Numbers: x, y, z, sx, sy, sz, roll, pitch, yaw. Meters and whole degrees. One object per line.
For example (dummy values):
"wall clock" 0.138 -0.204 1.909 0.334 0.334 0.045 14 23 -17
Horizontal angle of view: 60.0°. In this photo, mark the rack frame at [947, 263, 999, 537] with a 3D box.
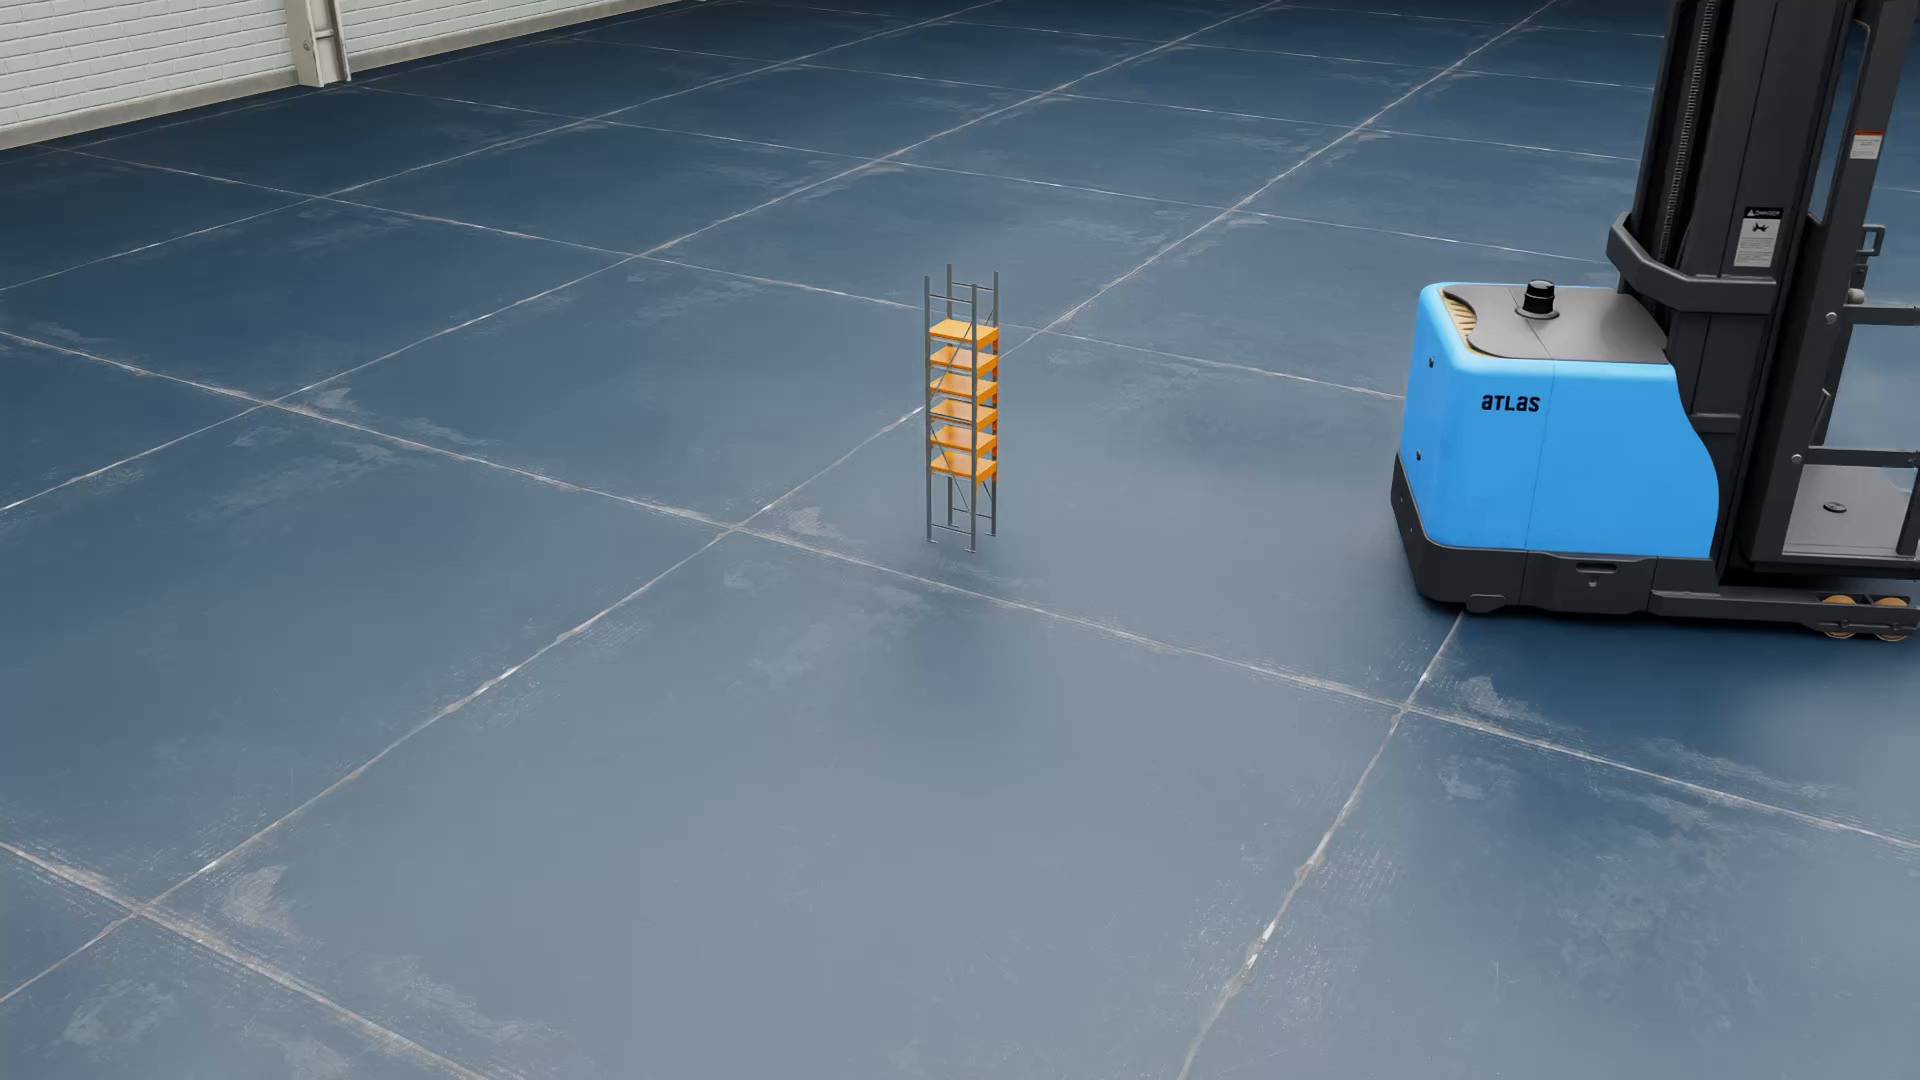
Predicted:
"rack frame" 0.052 -0.578 7.064 0.240 1.200 0.006 14 30 26

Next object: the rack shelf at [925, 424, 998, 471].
"rack shelf" 0.007 -0.395 7.066 0.258 0.103 0.180 14 30 26

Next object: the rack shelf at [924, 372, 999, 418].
"rack shelf" 0.007 -0.610 6.959 0.258 0.103 0.180 14 30 26

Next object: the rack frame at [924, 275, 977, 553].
"rack frame" -0.038 -0.507 6.921 0.240 1.200 0.006 14 30 26

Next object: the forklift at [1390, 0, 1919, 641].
"forklift" 3.391 -1.168 6.309 3.031 2.935 1.130 3 27 5

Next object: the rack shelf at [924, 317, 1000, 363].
"rack shelf" 0.007 -0.824 6.851 0.258 0.103 0.180 14 30 26

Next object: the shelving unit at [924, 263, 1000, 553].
"shelving unit" 0.007 -0.542 6.993 0.258 1.200 0.189 14 30 26

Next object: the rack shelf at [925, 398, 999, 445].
"rack shelf" 0.007 -0.502 7.013 0.258 0.103 0.180 14 30 26

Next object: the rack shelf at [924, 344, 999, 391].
"rack shelf" 0.007 -0.717 6.905 0.258 0.103 0.180 14 30 26

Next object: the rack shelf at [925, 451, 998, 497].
"rack shelf" 0.007 -0.288 7.120 0.258 0.103 0.180 14 30 26

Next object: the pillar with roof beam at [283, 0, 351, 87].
"pillar with roof beam" -2.410 -7.515 12.210 9.100 9.000 0.400 14 30 26
